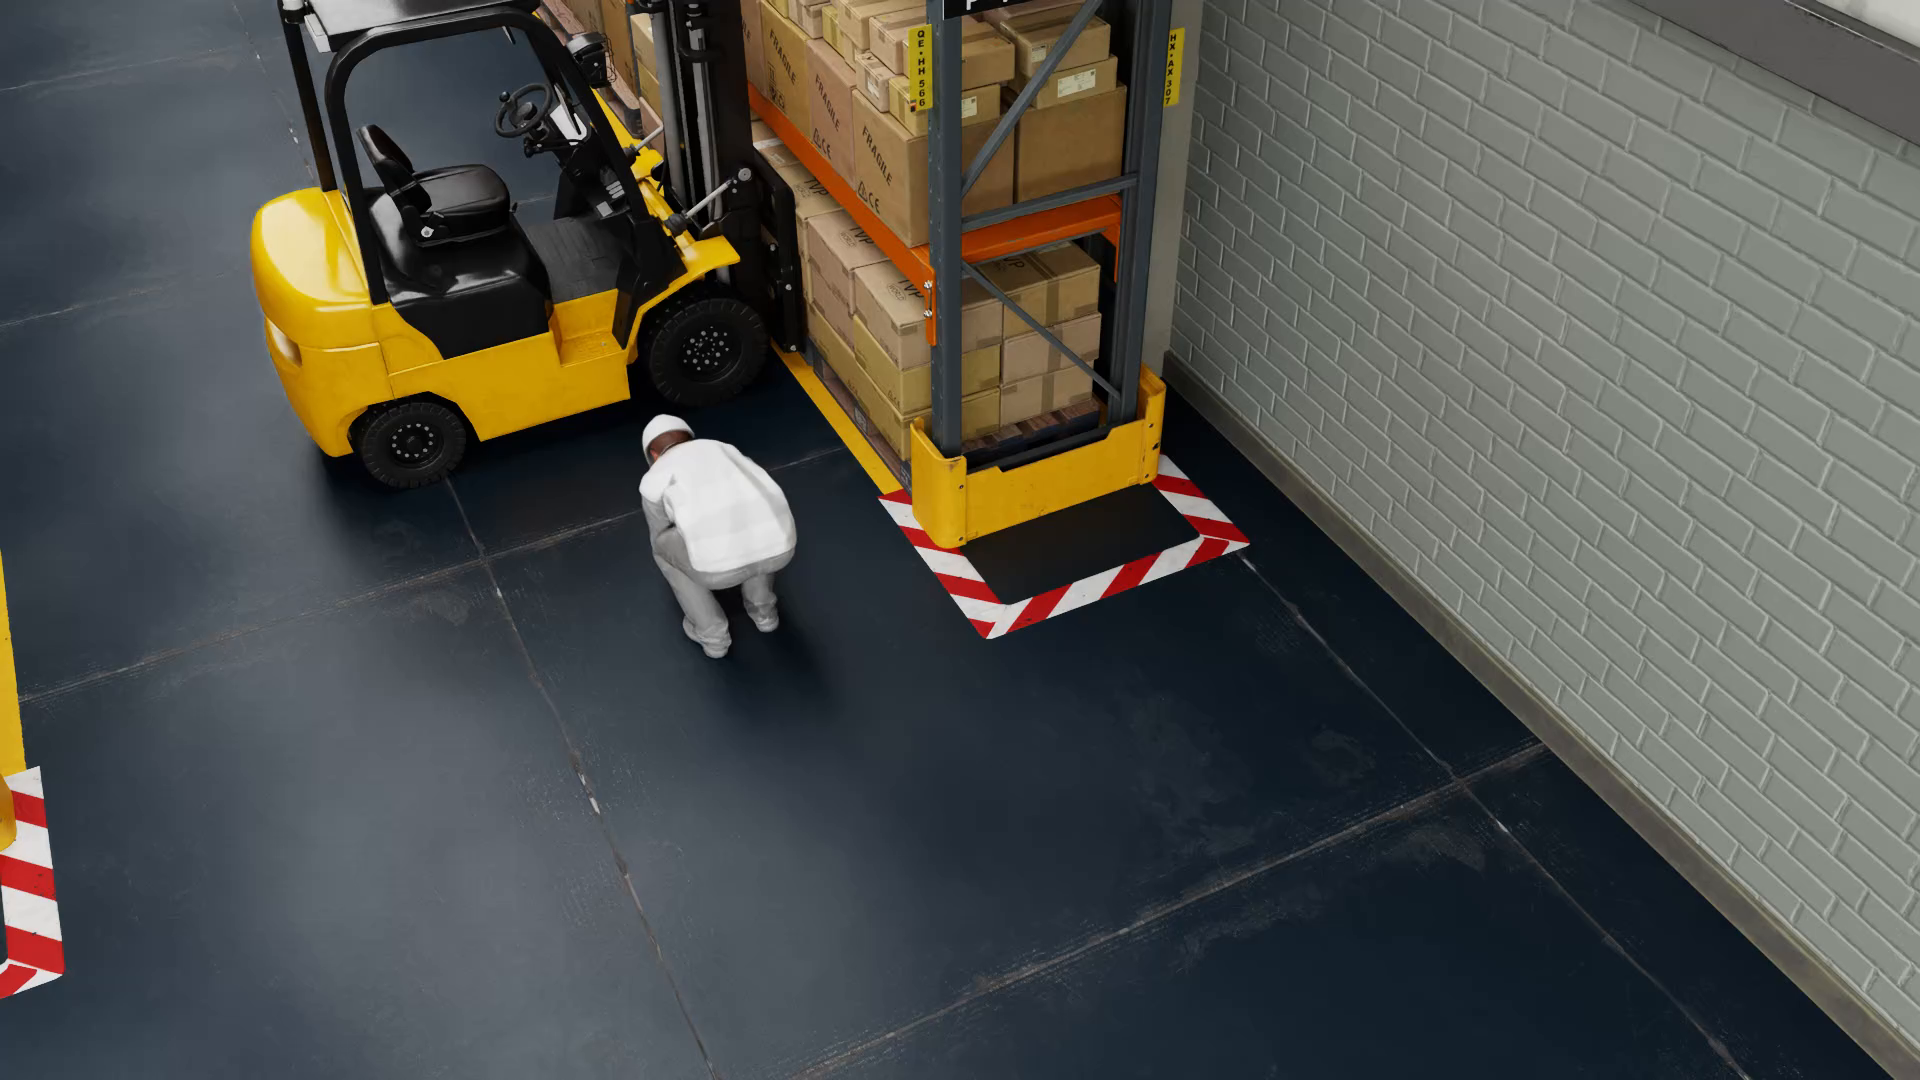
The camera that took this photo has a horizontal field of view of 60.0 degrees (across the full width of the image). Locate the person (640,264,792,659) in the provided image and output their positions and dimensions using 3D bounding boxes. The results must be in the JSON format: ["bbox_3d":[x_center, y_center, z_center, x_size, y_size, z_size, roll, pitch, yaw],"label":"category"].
[{"bbox_3d":[-0.932,-0.265,6.440,0.560,1.776,0.430,-20,45,-21],"label":"person"}]
